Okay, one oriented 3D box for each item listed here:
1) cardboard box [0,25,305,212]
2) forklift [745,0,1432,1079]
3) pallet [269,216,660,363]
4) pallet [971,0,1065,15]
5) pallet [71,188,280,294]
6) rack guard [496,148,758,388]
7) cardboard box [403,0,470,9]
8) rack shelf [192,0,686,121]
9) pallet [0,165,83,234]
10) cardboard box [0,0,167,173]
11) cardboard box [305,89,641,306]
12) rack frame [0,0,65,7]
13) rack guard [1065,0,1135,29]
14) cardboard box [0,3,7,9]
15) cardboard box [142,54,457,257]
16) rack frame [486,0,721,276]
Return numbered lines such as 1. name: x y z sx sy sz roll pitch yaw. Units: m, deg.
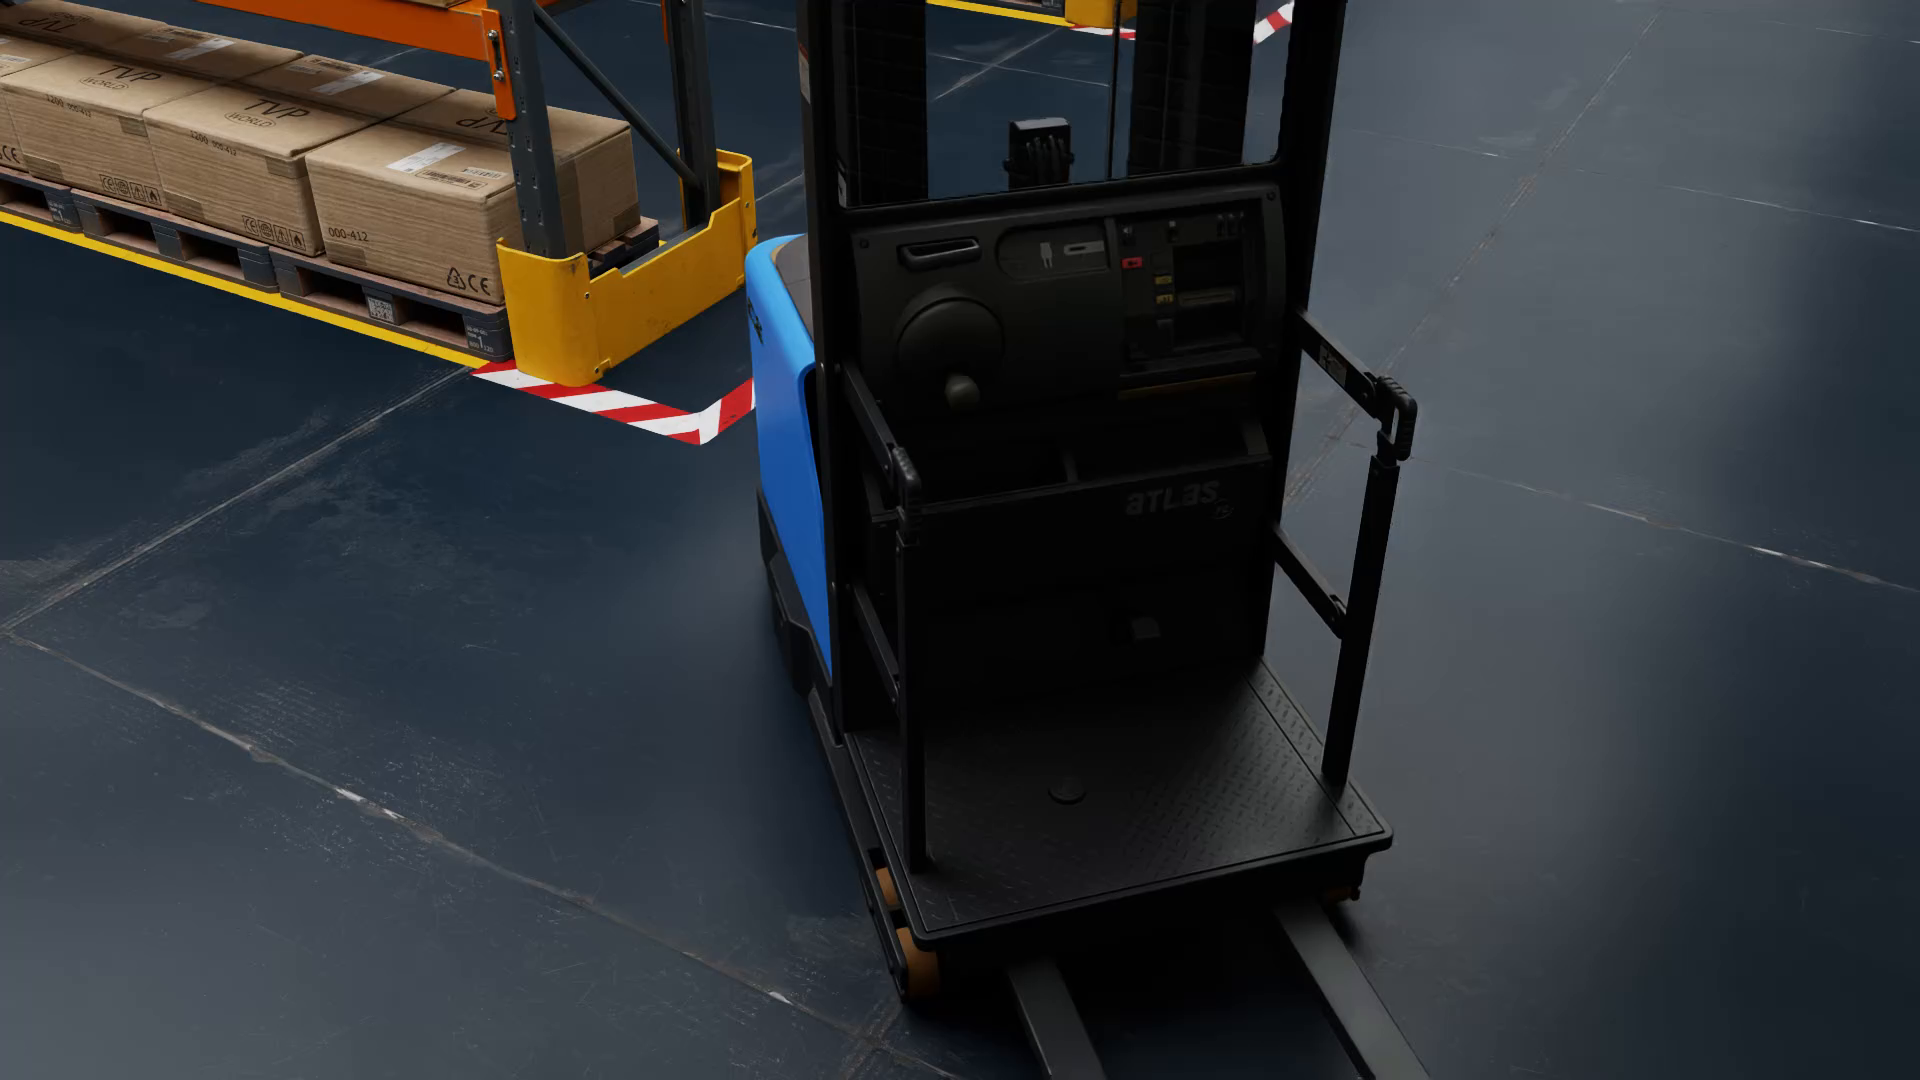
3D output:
1. cardboard box: -3.468 -1.866 7.279 0.875 0.438 0.875 16 37 23
2. forklift: 0.302 -0.444 3.272 1.130 2.935 3.031 -9 35 -14
3. pallet: -1.998 -1.150 6.786 1.213 0.211 1.003 18 37 24
4. pallet: 0.350 -3.639 10.524 1.213 0.211 1.003 18 37 24
5. pallet: -3.053 -1.486 7.291 1.213 0.211 1.003 18 37 24
6. rack guard: -1.244 -1.081 6.422 0.348 0.500 1.175 18 37 24
7. cardboard box: -1.815 -2.175 5.720 0.500 0.500 0.500 18 38 25
8. rack shelf: -3.001 -2.379 6.765 4.000 0.370 1.077 18 37 24
9. pallet: -4.116 -1.821 7.794 1.213 0.211 1.003 18 37 24
10. cardboard box: -4.246 -2.112 7.648 0.875 0.438 0.875 17 37 24
11. cardboard box: -1.887 -1.370 6.534 0.875 0.438 0.875 16 37 23
12. rack frame: -4.738 -3.228 7.391 0.127 3.000 1.000 18 37 24
13. rack guard: 1.038 -3.518 10.083 0.348 0.500 1.175 18 37 24
14. cardboard box: -5.316 -2.651 8.062 0.875 0.875 0.875 19 38 26
15. cardboard box: -2.686 -1.617 6.905 0.875 0.438 0.875 19 38 26
16. rack frame: -1.265 -2.128 5.739 0.127 3.000 1.000 18 37 24
